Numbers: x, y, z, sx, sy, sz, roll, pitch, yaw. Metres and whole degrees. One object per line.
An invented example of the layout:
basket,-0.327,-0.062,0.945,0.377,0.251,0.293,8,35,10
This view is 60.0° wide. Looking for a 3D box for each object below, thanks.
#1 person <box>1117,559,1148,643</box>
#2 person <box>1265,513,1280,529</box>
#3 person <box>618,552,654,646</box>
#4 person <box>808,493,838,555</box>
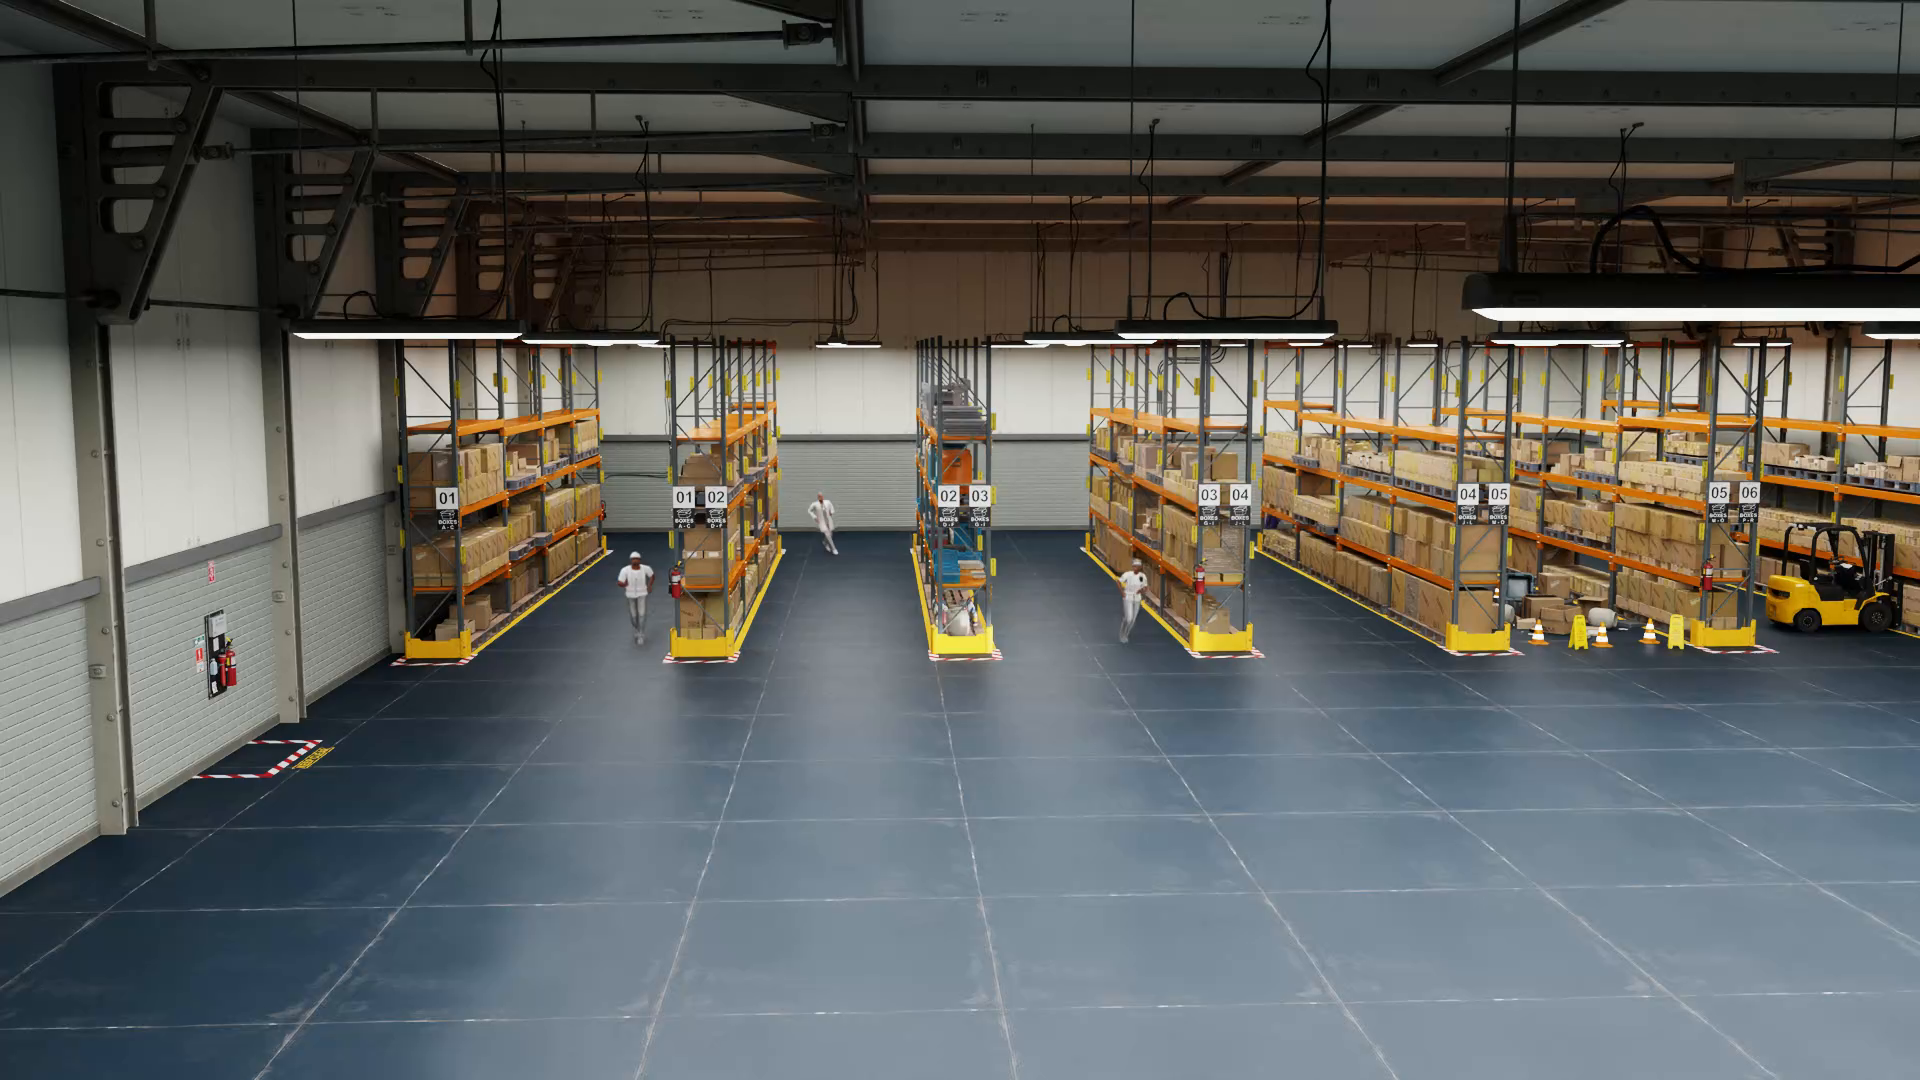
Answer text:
person,3.402,1.201,32.656,0.572,1.695,0.608,-1,7,-12
person,9.227,-0.663,49.243,0.540,1.604,0.602,-4,8,-34
person,-6.365,1.117,32.665,0.694,1.785,0.925,-1,7,-7
person,-3.902,-0.478,47.051,0.717,1.741,1.002,-3,7,-27
